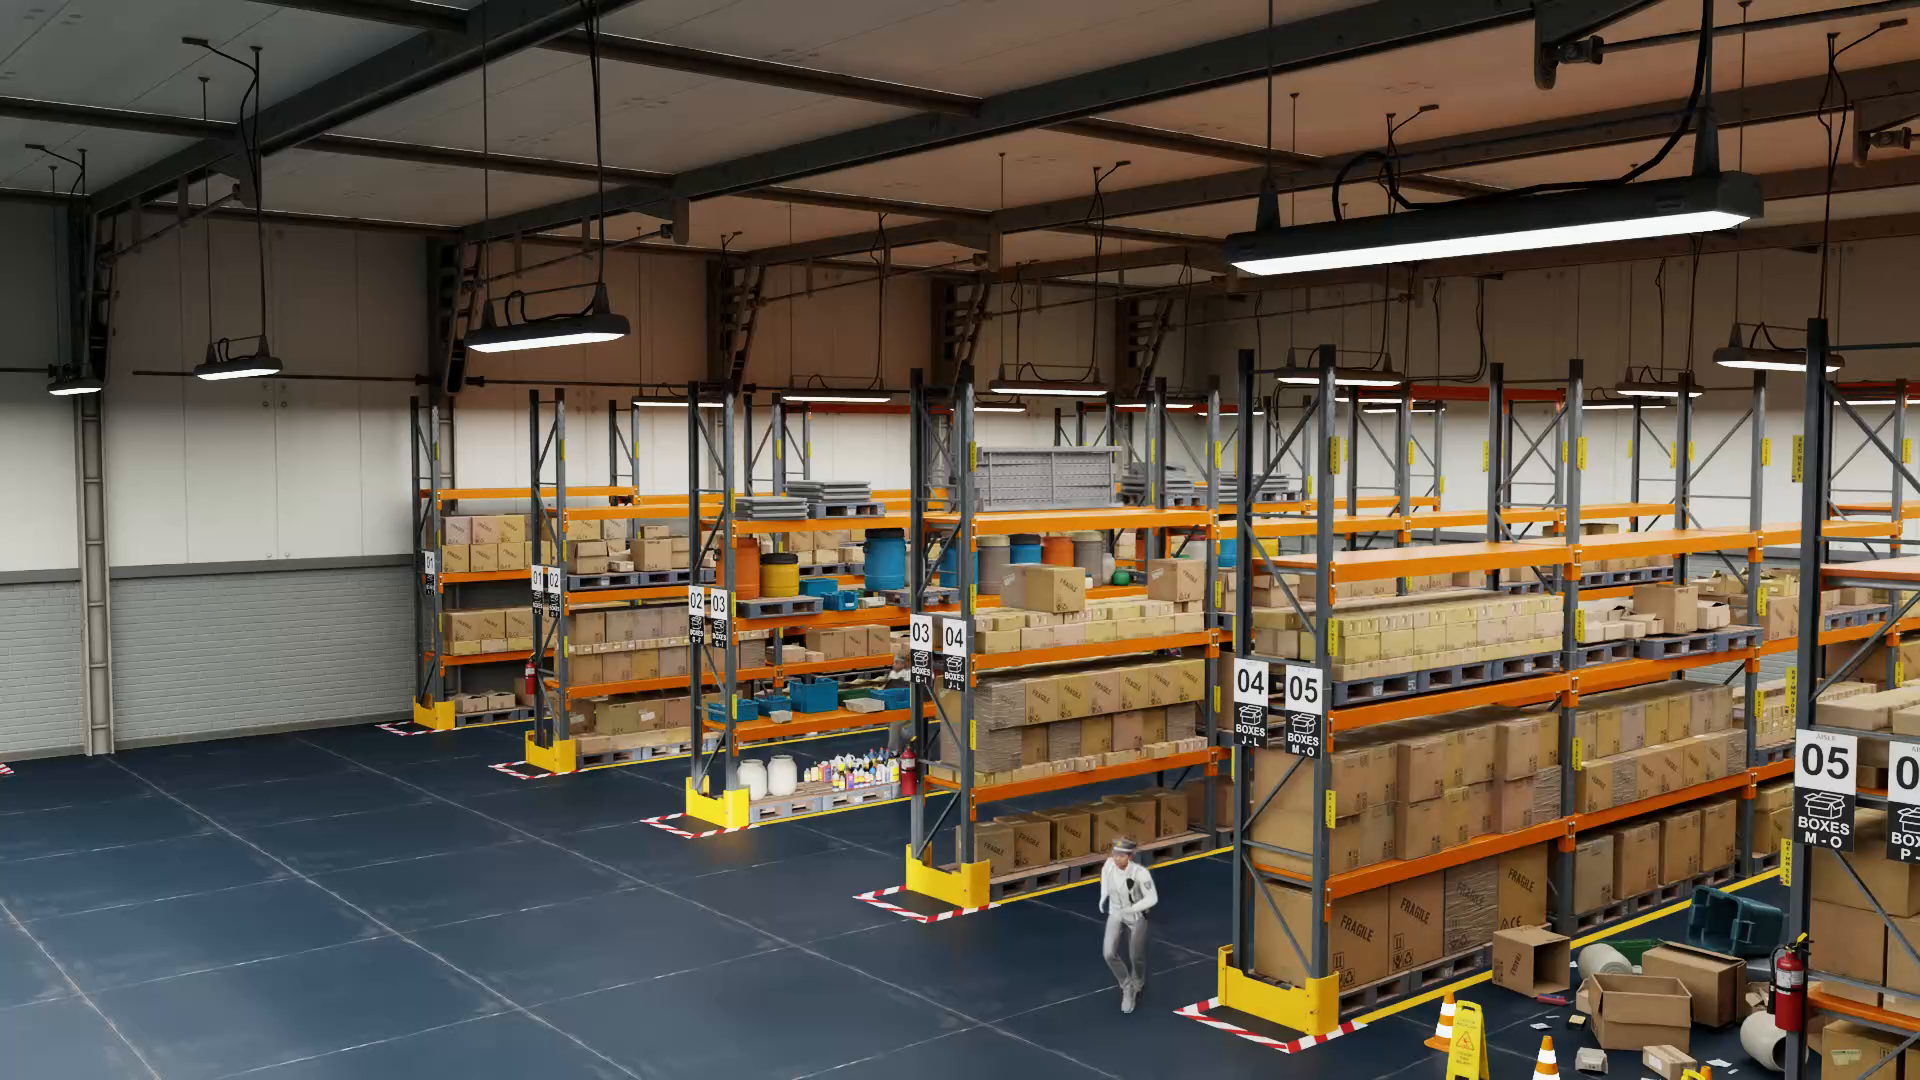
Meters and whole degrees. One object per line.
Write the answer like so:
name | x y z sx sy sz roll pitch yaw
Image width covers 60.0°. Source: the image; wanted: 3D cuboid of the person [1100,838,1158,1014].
person | 1.560 3.477 15.282 0.634 1.603 0.826 2 4 28

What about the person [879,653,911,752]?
person | -0.979 2.686 26.679 0.970 1.760 0.667 -3 4 -40
